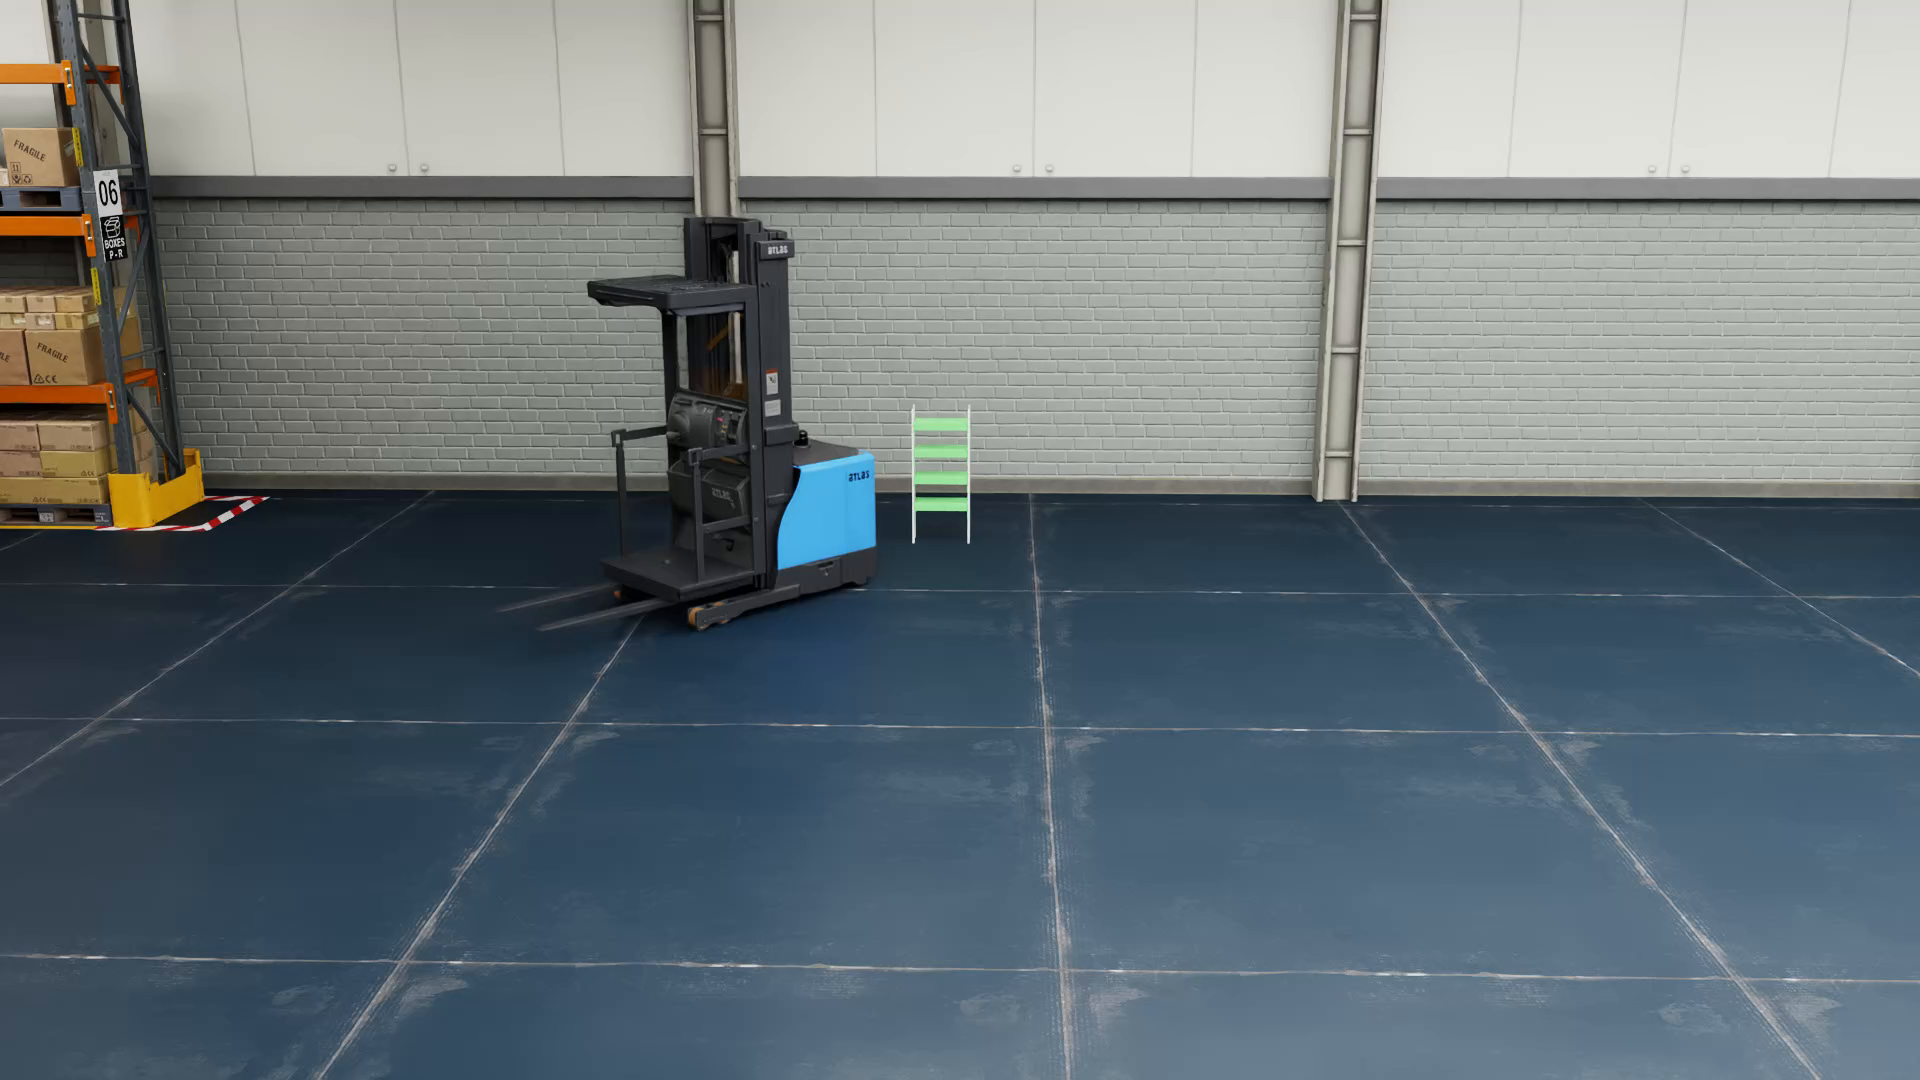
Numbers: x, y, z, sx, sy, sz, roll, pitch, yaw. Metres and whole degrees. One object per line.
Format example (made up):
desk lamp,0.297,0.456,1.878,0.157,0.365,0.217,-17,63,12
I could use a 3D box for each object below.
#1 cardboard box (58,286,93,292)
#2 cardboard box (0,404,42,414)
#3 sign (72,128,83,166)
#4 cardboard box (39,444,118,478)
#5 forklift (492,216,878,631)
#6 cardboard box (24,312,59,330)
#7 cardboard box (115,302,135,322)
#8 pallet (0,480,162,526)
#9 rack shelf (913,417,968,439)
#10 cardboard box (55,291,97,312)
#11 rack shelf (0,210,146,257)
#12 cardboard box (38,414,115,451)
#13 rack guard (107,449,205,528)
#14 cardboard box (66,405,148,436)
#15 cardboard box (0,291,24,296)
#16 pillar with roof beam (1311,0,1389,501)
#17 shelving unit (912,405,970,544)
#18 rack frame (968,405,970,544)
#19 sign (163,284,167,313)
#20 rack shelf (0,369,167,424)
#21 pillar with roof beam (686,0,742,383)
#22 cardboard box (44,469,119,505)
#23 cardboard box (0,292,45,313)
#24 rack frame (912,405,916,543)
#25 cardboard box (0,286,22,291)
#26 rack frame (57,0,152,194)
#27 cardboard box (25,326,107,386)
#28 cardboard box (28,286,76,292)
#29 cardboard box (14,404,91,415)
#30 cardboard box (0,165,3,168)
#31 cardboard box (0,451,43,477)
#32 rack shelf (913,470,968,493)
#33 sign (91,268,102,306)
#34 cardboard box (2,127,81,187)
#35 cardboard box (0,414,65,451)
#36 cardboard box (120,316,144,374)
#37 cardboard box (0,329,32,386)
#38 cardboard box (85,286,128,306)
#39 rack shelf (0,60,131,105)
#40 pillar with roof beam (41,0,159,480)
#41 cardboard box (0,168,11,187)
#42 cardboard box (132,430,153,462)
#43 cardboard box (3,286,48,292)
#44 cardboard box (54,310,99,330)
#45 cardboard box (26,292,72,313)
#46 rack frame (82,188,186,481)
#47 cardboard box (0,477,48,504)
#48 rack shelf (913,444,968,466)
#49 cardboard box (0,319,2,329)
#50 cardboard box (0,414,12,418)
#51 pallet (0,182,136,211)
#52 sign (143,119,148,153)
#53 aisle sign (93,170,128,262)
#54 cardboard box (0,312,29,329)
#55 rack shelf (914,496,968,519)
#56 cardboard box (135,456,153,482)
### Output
cardboard box,-8.225,-2.292,15.596,0.250,0.149,0.380,1,15,3
cardboard box,-9.105,-1.128,15.843,0.500,0.250,0.500,0,15,1
sign,-7.658,-3.414,14.438,0.005,0.325,0.100,0,15,1
cardboard box,-8.125,-0.750,15.391,0.500,0.250,0.500,0,15,1
forklift,-2.074,-0.901,12.510,3.031,2.935,1.130,-14,20,-42
cardboard box,-8.240,-1.998,15.067,0.250,0.149,0.380,1,15,2
cardboard box,-7.963,-2.142,15.611,0.250,0.149,0.380,0,15,0
pallet,-8.396,-0.358,15.782,1.213,0.211,1.003,0,15,1
rack shelf,-0.165,-0.984,14.585,0.480,0.148,0.258,0,15,1
cardboard box,-7.994,-2.166,15.119,0.250,0.149,0.380,0,15,2
rack shelf,-9.630,-2.827,15.206,4.000,0.370,1.077,0,15,1
cardboard box,-8.099,-0.992,15.327,0.500,0.250,0.500,1,15,3
rack guard,-7.606,-0.503,15.766,0.348,0.500,1.175,0,15,1
cardboard box,-8.106,-1.120,15.812,0.500,0.250,0.500,0,15,1
cardboard box,-8.750,-2.175,15.154,0.250,0.149,0.380,0,15,2
pillar with roof beam,3.583,-3.671,11.113,0.400,9.000,9.100,0,15,1
shelving unit,-0.165,-0.581,14.691,0.503,1.200,0.258,0,15,1
rack frame,0.078,-0.580,14.685,0.015,1.200,0.240,0,15,1
sign,-7.610,-2.310,15.863,0.005,0.325,0.100,0,15,1
rack shelf,-9.630,-1.377,15.589,4.000,0.370,1.077,0,15,1
pillar with roof beam,-2.415,-3.710,11.261,0.400,9.000,9.100,0,15,1
cardboard box,-8.108,-0.508,15.451,0.500,0.250,0.500,0,15,2
cardboard box,-8.503,-2.154,15.075,0.250,0.149,0.380,1,15,3
rack frame,-0.409,-0.583,14.697,0.015,1.200,0.240,0,15,1
cardboard box,-8.997,-2.283,15.564,0.250,0.149,0.380,1,15,3
rack frame,-7.630,-4.612,14.682,0.127,3.000,1.000,0,15,1
cardboard box,-8.129,-1.696,15.193,0.500,0.500,0.500,0,15,0
cardboard box,-8.486,-2.282,15.561,0.250,0.149,0.380,1,15,2
cardboard box,-8.606,-1.122,15.821,0.500,0.250,0.500,0,15,2
cardboard box,-8.720,-3.278,14.749,0.258,0.266,0.396,0,15,2
cardboard box,-8.626,-0.756,15.414,0.500,0.250,0.500,0,15,1
rack shelf,-0.165,-0.519,14.707,0.480,0.148,0.258,0,15,1
sign,-7.658,-2.248,14.745,0.005,0.325,0.100,0,15,1
cardboard box,-8.079,-3.402,14.761,0.500,0.500,0.500,1,15,3
cardboard box,-8.609,-0.994,15.334,0.500,0.250,0.500,1,15,2
cardboard box,-8.118,-1.834,15.715,0.500,0.500,0.500,1,15,3
cardboard box,-8.647,-1.702,15.215,0.500,0.500,0.500,1,15,3
cardboard box,-7.961,-2.274,15.529,0.250,0.149,0.380,0,15,0
rack shelf,-9.630,-4.084,14.874,4.000,0.370,1.077,0,15,1
pillar with roof beam,-8.413,-3.749,11.409,0.400,9.000,9.100,0,15,1
cardboard box,-8.466,-3.220,14.757,0.250,0.149,0.380,0,15,0
cardboard box,-8.095,-0.883,15.893,0.500,0.250,0.500,1,15,2
cardboard box,-8.733,-2.288,15.581,0.250,0.149,0.380,0,15,2
cardboard box,-7.984,-2.004,15.090,0.250,0.149,0.380,1,15,2
cardboard box,-8.241,-2.160,15.095,0.250,0.149,0.380,0,15,2
rack frame,-7.630,-1.712,15.447,0.127,3.000,1.000,0,15,1
cardboard box,-8.605,-0.513,15.472,0.500,0.250,0.500,0,15,1
rack shelf,-0.165,-0.752,14.646,0.480,0.148,0.258,0,15,1
cardboard box,-8.746,-2.020,15.150,0.250,0.149,0.380,0,15,1
cardboard box,-9.114,-0.995,15.337,0.500,0.250,0.500,1,15,2
pallet,-8.336,-3.130,15.119,1.213,0.211,1.003,0,15,1
sign,-7.610,-3.764,15.480,0.005,0.325,0.100,0,15,1
aisle sign,-7.572,-2.893,14.830,0.004,0.787,0.394,0,15,1
cardboard box,-8.498,-2.016,15.133,0.250,0.149,0.380,1,15,2
rack shelf,-0.165,-0.287,14.769,0.480,0.148,0.258,0,15,1
cardboard box,-8.116,-0.638,15.946,0.500,0.250,0.500,0,15,2
